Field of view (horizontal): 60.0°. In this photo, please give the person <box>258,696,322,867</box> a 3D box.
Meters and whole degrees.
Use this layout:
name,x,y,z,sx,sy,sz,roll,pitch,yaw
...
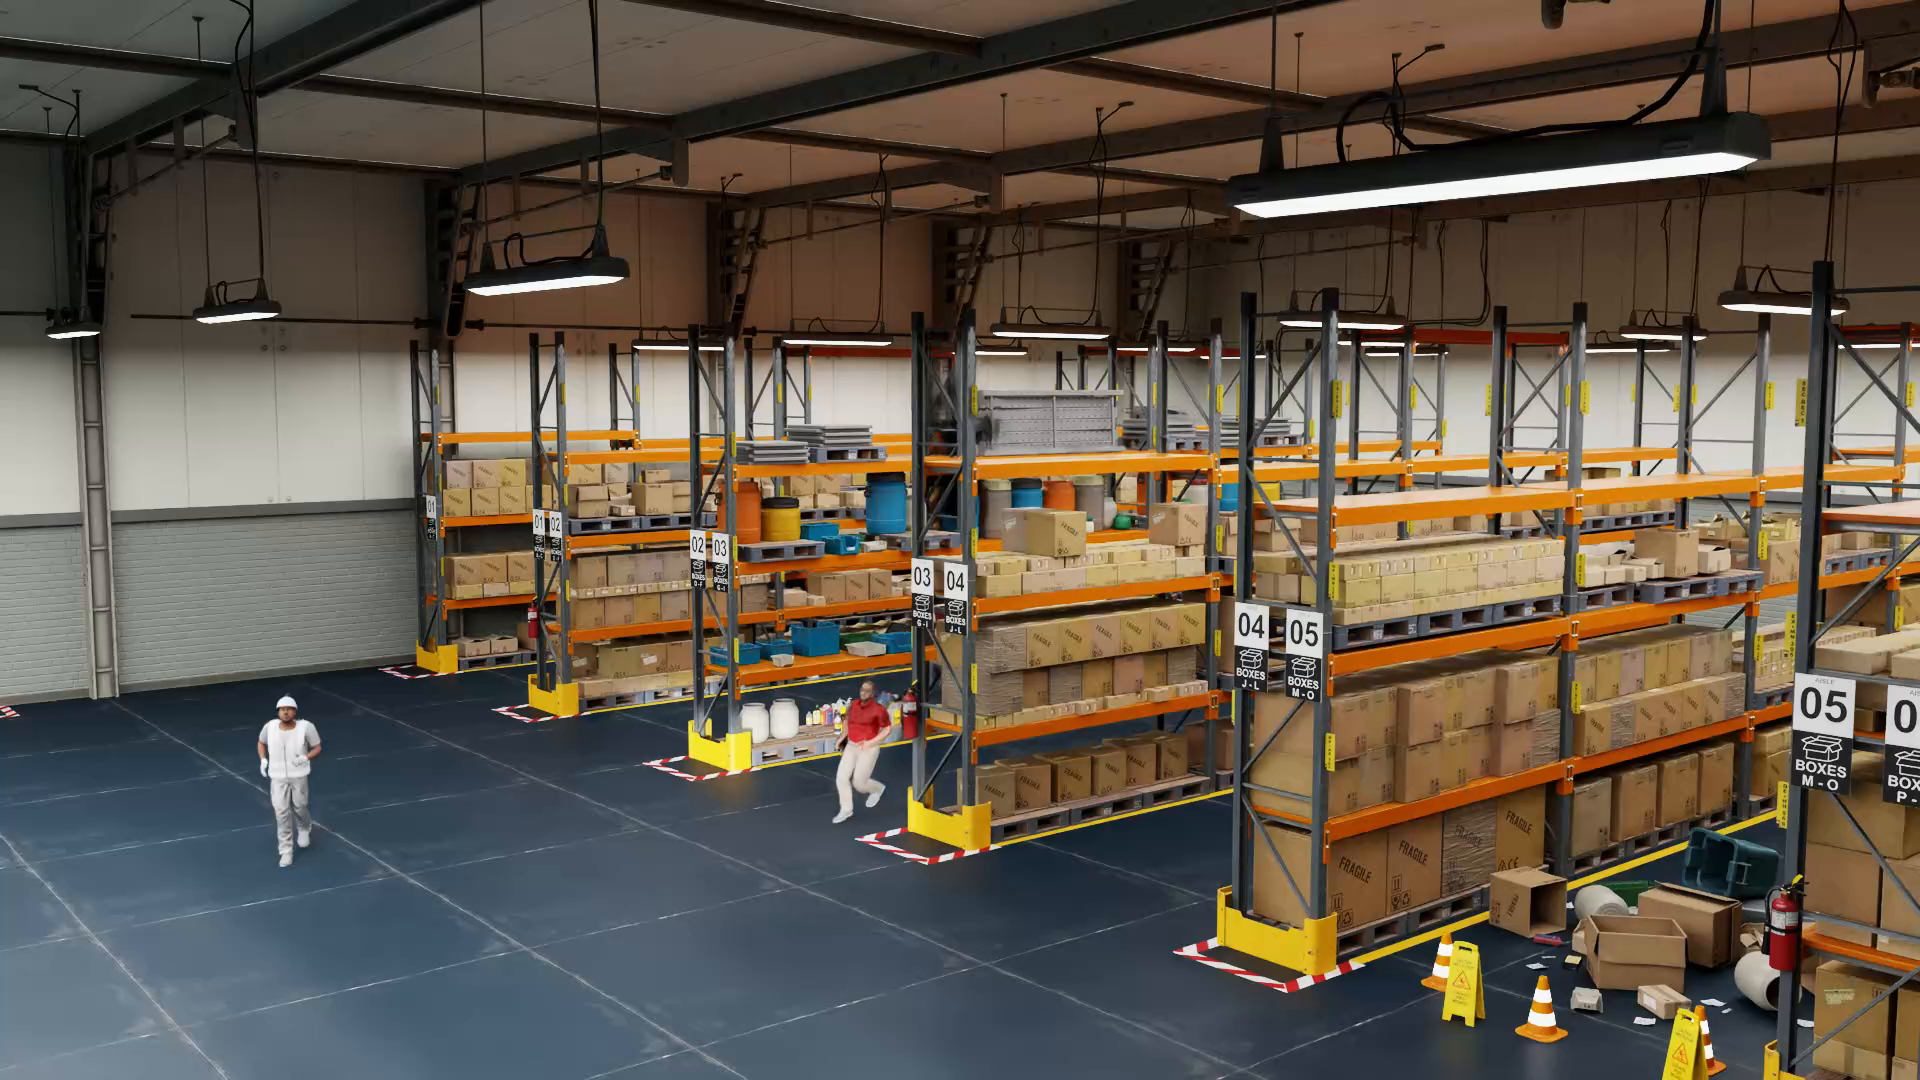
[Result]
name,x,y,z,sx,sy,sz,roll,pitch,yaw
person,-7.328,2.591,18.185,0.681,1.789,0.859,-1,5,-14

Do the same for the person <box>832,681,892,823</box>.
name,x,y,z,sx,sy,sz,roll,pitch,yaw
person,-1.132,2.514,19.841,0.702,1.699,0.724,4,6,35

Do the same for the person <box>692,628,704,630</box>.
name,x,y,z,sx,sy,sz,roll,pitch,yaw
person,-4.788,1.599,29.862,0.746,1.707,0.583,-5,7,-40

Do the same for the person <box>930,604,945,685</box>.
name,x,y,z,sx,sy,sz,roll,pitch,yaw
person,-0.445,1.702,27.904,0.709,1.767,1.018,5,7,40
